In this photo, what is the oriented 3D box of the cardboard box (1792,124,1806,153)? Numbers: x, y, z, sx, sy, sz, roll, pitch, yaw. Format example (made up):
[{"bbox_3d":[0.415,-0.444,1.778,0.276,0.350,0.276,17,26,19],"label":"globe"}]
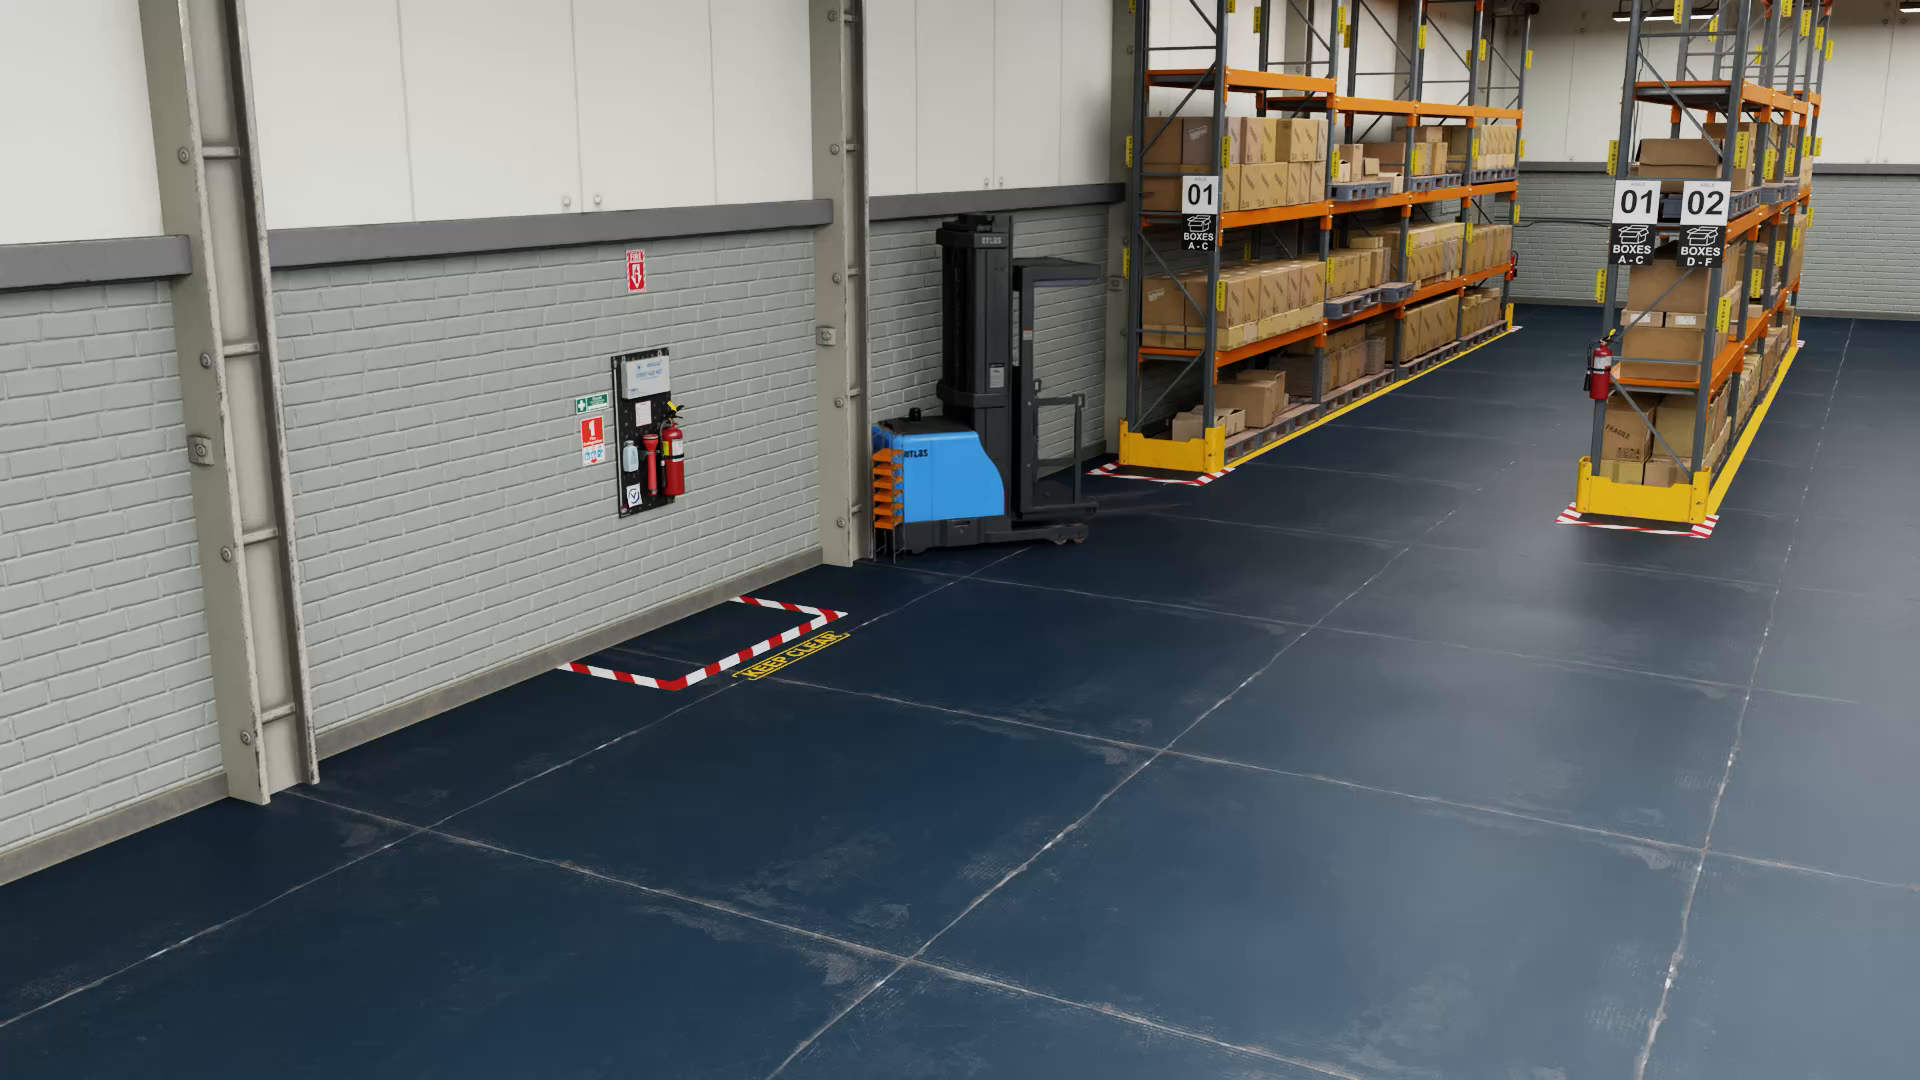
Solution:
[{"bbox_3d":[13.037,-6.358,26.475,0.700,0.500,0.500,7,15,28],"label":"cardboard box"}]

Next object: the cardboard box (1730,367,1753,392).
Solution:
[{"bbox_3d":[9.762,-2.045,21.107,0.500,0.311,0.500,8,16,30],"label":"cardboard box"}]

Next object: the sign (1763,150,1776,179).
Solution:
[{"bbox_3d":[9.089,-4.218,18.676,0.100,0.325,0.005,7,15,28],"label":"sign"}]

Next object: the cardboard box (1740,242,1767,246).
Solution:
[{"bbox_3d":[12.045,-4.355,25.806,0.700,0.500,0.500,2,14,9],"label":"cardboard box"}]

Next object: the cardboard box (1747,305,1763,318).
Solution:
[{"bbox_3d":[10.343,-3.016,21.895,0.380,0.149,0.250,7,15,28],"label":"cardboard box"}]

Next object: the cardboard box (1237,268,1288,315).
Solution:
[{"bbox_3d":[3.566,-2.951,19.767,0.500,0.500,0.500,8,16,30],"label":"cardboard box"}]

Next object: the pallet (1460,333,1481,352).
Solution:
[{"bbox_3d":[8.568,-3.526,29.427,1.003,0.211,1.213,7,15,28],"label":"pallet"}]

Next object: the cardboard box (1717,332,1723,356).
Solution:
[{"bbox_3d":[7.898,-2.278,18.087,0.700,0.500,0.500,8,16,29],"label":"cardboard box"}]

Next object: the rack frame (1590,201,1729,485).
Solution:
[{"bbox_3d":[6.669,-1.712,15.953,1.000,3.000,0.127,7,15,28],"label":"rack frame"}]

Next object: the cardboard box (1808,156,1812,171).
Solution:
[{"bbox_3d":[14.137,-6.386,28.193,0.500,0.250,0.500,7,15,28],"label":"cardboard box"}]

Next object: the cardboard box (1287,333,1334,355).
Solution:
[{"bbox_3d":[4.815,-2.700,22.845,0.500,0.250,0.500,7,15,27],"label":"cardboard box"}]

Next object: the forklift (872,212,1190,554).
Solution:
[{"bbox_3d":[0.641,-1.499,15.216,3.031,2.935,1.130,-5,14,-20],"label":"forklift"}]

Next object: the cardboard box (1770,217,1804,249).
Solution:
[{"bbox_3d":[13.691,-5.091,27.621,0.500,0.500,0.500,8,16,30],"label":"cardboard box"}]

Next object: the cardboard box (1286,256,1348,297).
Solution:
[{"bbox_3d":[4.816,-3.570,22.507,0.700,0.500,0.500,9,16,34],"label":"cardboard box"}]

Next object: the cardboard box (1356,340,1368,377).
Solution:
[{"bbox_3d":[5.545,-2.667,24.306,0.700,0.500,0.500,7,15,28],"label":"cardboard box"}]

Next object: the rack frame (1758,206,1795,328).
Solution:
[{"bbox_3d":[12.470,-4.174,26.165,1.000,3.000,0.127,7,15,28],"label":"rack frame"}]

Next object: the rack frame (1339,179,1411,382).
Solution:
[{"bbox_3d":[6.198,-3.914,25.085,1.000,3.000,0.127,7,15,28],"label":"rack frame"}]

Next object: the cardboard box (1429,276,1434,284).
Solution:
[{"bbox_3d":[7.425,-4.212,26.815,0.380,0.149,0.250,8,16,30],"label":"cardboard box"}]

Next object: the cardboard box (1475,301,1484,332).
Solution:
[{"bbox_3d":[9.079,-4.073,30.183,0.700,0.500,0.500,8,16,29],"label":"cardboard box"}]

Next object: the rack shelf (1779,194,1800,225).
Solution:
[{"bbox_3d":[11.503,-4.872,24.195,1.077,0.370,4.000,7,15,28],"label":"rack shelf"}]

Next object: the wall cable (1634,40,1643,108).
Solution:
[{"bbox_3d":[15.480,-10.231,34.336,3.097,2.526,0.112,7,15,28],"label":"wall cable"}]

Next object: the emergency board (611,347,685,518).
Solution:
[{"bbox_3d":[-2.217,-0.781,12.088,0.194,1.169,0.643,7,15,28],"label":"emergency board"}]

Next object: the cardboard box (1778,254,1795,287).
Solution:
[{"bbox_3d":[12.955,-4.297,26.459,0.500,0.500,0.500,8,16,30],"label":"cardboard box"}]

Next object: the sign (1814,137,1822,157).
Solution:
[{"bbox_3d":[14.879,-6.817,28.835,0.100,0.325,0.005,7,15,28],"label":"sign"}]

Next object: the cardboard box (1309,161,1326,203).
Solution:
[{"bbox_3d":[4.235,-4.478,20.768,0.500,0.500,0.500,8,16,30],"label":"cardboard box"}]

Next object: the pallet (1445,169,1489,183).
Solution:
[{"bbox_3d":[8.536,-6.317,28.840,1.003,0.211,1.213,7,15,28],"label":"pallet"}]

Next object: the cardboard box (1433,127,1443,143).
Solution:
[{"bbox_3d":[7.591,-6.654,27.299,0.500,0.250,0.500,9,16,32],"label":"cardboard box"}]

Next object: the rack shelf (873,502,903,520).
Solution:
[{"bbox_3d":[-0.613,-0.249,14.370,0.180,0.103,0.258,7,20,21],"label":"rack shelf"}]

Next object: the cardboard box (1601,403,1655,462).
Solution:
[{"bbox_3d":[6.667,-1.088,16.734,0.500,0.500,0.500,7,15,28],"label":"cardboard box"}]

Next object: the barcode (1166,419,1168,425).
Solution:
[{"bbox_3d":[2.402,-1.365,19.290,0.001,0.075,0.075,7,15,28],"label":"barcode"}]

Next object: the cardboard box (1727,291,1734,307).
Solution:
[{"bbox_3d":[8.287,-2.658,18.279,0.380,0.149,0.250,7,15,28],"label":"cardboard box"}]

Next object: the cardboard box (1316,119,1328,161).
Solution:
[{"bbox_3d":[4.259,-4.963,20.645,0.500,0.500,0.500,6,15,23],"label":"cardboard box"}]

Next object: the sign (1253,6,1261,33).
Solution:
[{"bbox_3d":[3.775,-6.603,21.106,0.100,0.325,0.005,7,15,28],"label":"sign"}]

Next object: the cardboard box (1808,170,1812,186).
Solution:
[{"bbox_3d":[14.386,-6.245,28.674,0.500,0.250,0.500,7,15,28],"label":"cardboard box"}]

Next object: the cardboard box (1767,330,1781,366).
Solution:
[{"bbox_3d":[12.236,-2.939,25.435,0.500,0.500,0.500,7,15,28],"label":"cardboard box"}]

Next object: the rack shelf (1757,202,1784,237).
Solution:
[{"bbox_3d":[9.569,-4.052,20.791,1.077,0.370,4.000,7,15,28],"label":"rack shelf"}]

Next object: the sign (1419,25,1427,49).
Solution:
[{"bbox_3d":[6.677,-7.264,24.017,0.100,0.325,0.005,7,15,28],"label":"sign"}]

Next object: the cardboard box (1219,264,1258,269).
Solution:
[{"bbox_3d":[3.355,-3.115,20.447,0.500,0.500,0.500,8,16,30],"label":"cardboard box"}]

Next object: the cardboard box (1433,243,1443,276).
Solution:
[{"bbox_3d":[7.404,-4.504,26.639,0.500,0.500,0.500,8,16,30],"label":"cardboard box"}]

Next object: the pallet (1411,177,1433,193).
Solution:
[{"bbox_3d":[6.463,-5.419,25.329,1.213,0.211,1.003,8,16,31],"label":"pallet"}]

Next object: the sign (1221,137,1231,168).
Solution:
[{"bbox_3d":[2.805,-4.095,17.569,0.100,0.325,0.005,7,15,28],"label":"sign"}]

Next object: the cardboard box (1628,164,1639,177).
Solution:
[{"bbox_3d":[6.994,-3.636,16.657,0.500,0.250,0.500,7,15,28],"label":"cardboard box"}]

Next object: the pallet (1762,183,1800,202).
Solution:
[{"bbox_3d":[10.286,-4.571,21.812,1.213,0.211,1.003,8,16,31],"label":"pallet"}]

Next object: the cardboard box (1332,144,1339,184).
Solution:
[{"bbox_3d":[4.598,-4.908,21.697,0.500,0.500,0.500,10,17,36],"label":"cardboard box"}]

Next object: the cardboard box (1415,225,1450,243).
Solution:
[{"bbox_3d":[7.627,-4.969,26.970,0.500,0.250,0.500,8,16,29],"label":"cardboard box"}]

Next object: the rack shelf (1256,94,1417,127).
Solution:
[{"bbox_3d":[5.231,-5.876,22.811,1.077,0.370,4.000,7,15,28],"label":"rack shelf"}]

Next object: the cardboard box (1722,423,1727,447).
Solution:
[{"bbox_3d":[8.319,-1.179,18.711,0.500,0.250,0.500,7,15,28],"label":"cardboard box"}]

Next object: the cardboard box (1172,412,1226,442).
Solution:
[{"bbox_3d":[2.744,-1.311,19.087,0.500,0.311,0.500,6,15,22],"label":"cardboard box"}]

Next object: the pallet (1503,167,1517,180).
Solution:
[{"bbox_3d":[9.716,-6.817,30.916,1.003,0.211,1.213,7,15,28],"label":"pallet"}]

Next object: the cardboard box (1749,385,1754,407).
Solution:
[{"bbox_3d":[10.003,-1.877,21.604,0.500,0.250,0.500,8,16,29],"label":"cardboard box"}]

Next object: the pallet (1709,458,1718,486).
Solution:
[{"bbox_3d":[7.592,-0.768,17.984,1.003,0.211,1.213,7,15,28],"label":"pallet"}]

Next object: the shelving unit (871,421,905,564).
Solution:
[{"bbox_3d":[-0.614,-0.405,14.319,0.189,1.200,0.258,7,20,21],"label":"shelving unit"}]

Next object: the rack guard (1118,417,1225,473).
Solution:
[{"bbox_3d":[2.367,-1.073,18.635,1.175,0.500,0.348,7,15,28],"label":"rack guard"}]

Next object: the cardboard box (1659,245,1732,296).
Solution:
[{"bbox_3d":[7.907,-2.914,17.956,0.700,0.500,0.500,7,15,28],"label":"cardboard box"}]

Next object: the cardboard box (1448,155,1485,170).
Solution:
[{"bbox_3d":[8.696,-6.485,28.559,0.500,0.250,0.500,7,15,28],"label":"cardboard box"}]

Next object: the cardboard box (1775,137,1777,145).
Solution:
[{"bbox_3d":[11.519,-5.565,24.210,0.600,0.600,0.600,7,15,26],"label":"cardboard box"}]

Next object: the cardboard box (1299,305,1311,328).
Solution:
[{"bbox_3d":[4.052,-2.797,20.731,0.500,0.250,0.500,7,15,28],"label":"cardboard box"}]
